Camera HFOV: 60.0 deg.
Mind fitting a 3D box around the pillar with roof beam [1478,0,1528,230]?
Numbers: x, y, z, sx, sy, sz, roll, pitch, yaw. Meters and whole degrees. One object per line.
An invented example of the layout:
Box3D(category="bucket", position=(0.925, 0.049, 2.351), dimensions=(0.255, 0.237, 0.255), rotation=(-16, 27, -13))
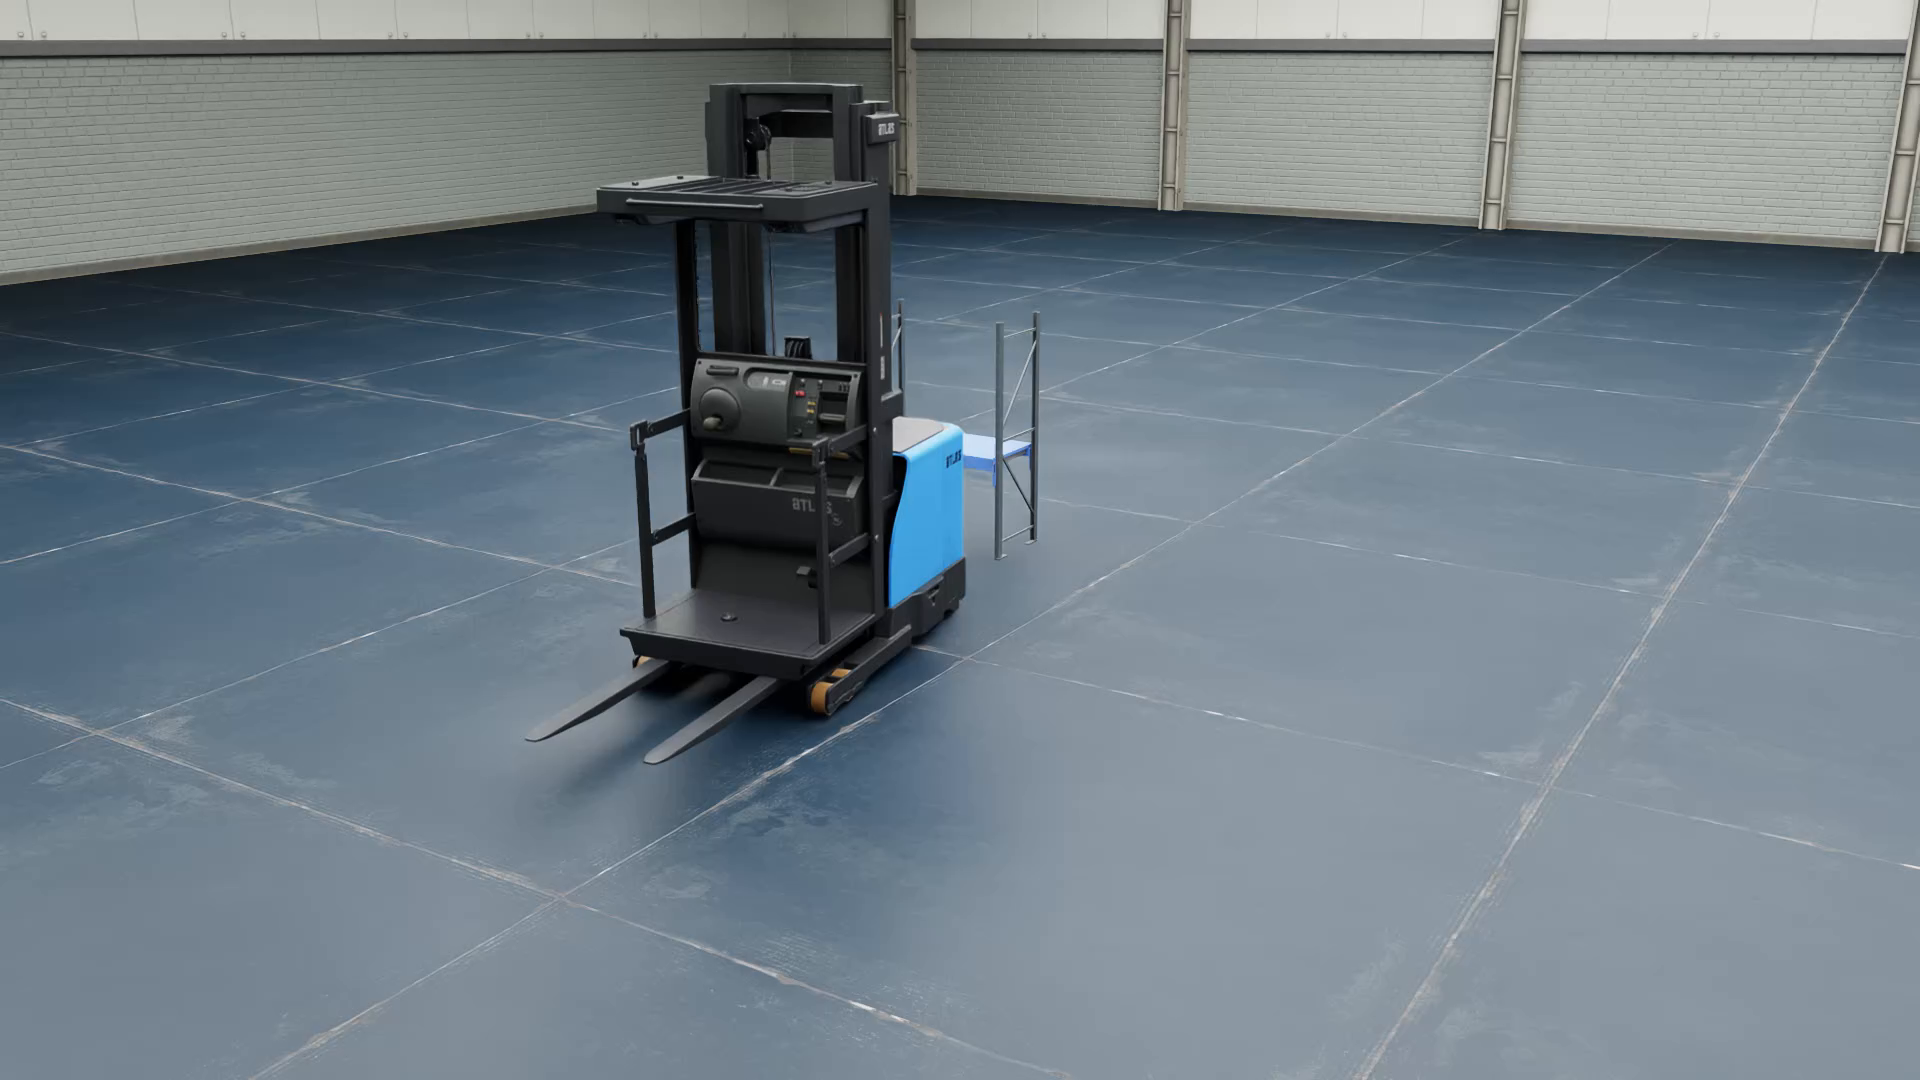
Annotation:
Box3D(category="pillar with roof beam", position=(6.838, -8.562, 23.586), dimensions=(0.400, 9.000, 9.100), rotation=(10, 20, 30))

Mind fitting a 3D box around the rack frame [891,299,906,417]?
Box3D(category="rack frame", position=(-0.506, -0.808, 10.960), dimensions=(0.032, 1.500, 0.500), rotation=(10, 20, 30))

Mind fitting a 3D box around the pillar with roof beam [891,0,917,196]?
Box3D(category="pillar with roof beam", position=(-3.387, -10.388, 29.595), dimensions=(0.400, 9.000, 9.100), rotation=(10, 20, 30))

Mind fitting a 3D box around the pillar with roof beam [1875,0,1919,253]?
Box3D(category="pillar with roof beam", position=(11.951, -7.650, 20.582), dimensions=(0.400, 9.000, 9.100), rotation=(10, 20, 30))

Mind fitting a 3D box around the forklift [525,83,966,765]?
Box3D(category="forklift", position=(-1.005, -0.688, 8.103), dimensions=(1.130, 2.935, 3.031), rotation=(7, 18, 22))

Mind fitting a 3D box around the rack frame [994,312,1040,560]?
Box3D(category="rack frame", position=(0.360, -0.653, 10.451), dimensions=(0.032, 1.500, 0.500), rotation=(10, 20, 30))

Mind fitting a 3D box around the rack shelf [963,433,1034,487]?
Box3D(category="rack shelf", position=(-0.073, -0.558, 10.758), dimensions=(1.000, 0.185, 0.538), rotation=(10, 20, 30))

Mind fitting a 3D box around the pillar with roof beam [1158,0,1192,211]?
Box3D(category="pillar with roof beam", position=(1.725, -9.475, 26.591), dimensions=(0.400, 9.000, 9.100), rotation=(10, 20, 30))

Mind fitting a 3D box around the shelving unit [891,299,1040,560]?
Box3D(category="shelving unit", position=(-0.073, -0.731, 10.706), dimensions=(1.048, 1.500, 0.538), rotation=(10, 20, 30))
